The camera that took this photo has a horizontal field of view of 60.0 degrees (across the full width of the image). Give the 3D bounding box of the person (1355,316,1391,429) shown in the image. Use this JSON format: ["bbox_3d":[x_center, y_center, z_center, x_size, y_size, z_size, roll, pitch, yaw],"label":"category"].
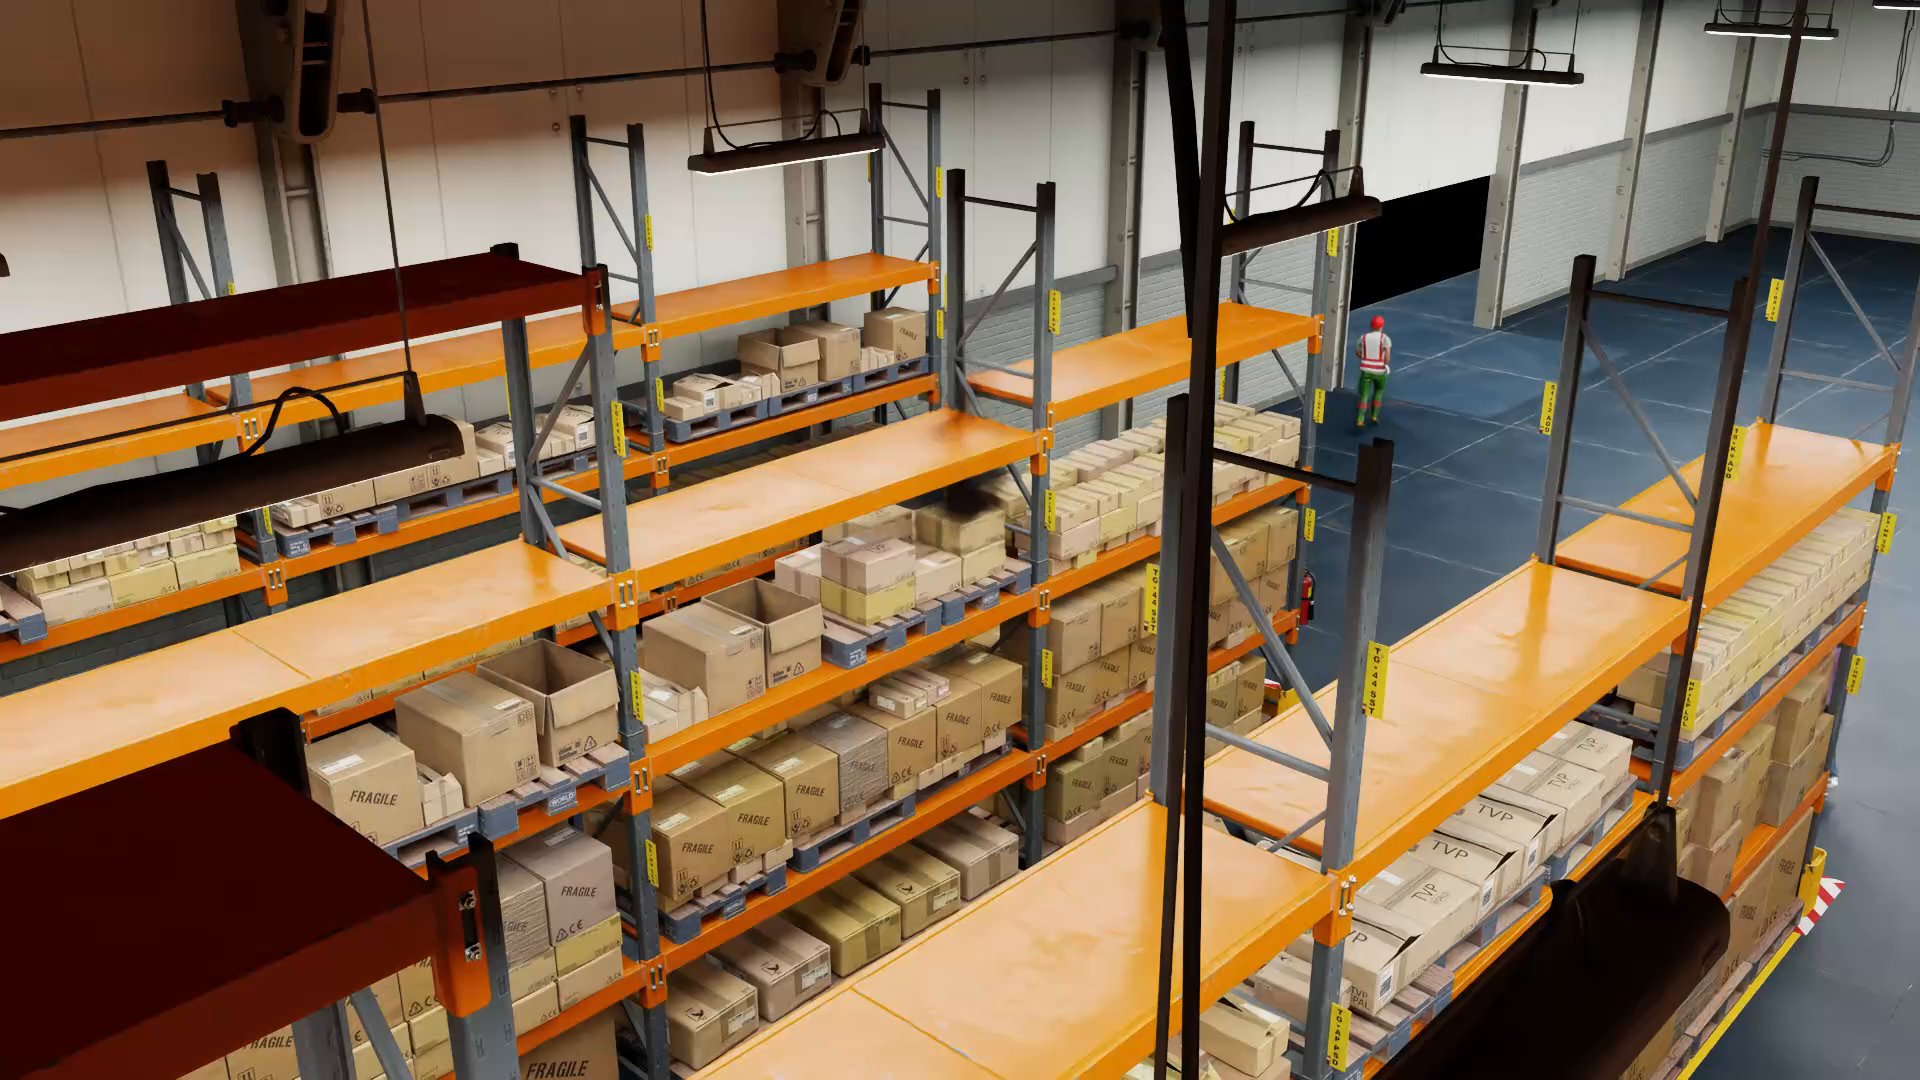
[{"bbox_3d":[6.519,-2.631,26.364,0.574,1.831,0.912,8,23,19],"label":"person"}]

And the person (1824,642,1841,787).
[{"bbox_3d":[8.137,1.572,15.766,0.548,1.633,0.848,3,21,9],"label":"person"}]
